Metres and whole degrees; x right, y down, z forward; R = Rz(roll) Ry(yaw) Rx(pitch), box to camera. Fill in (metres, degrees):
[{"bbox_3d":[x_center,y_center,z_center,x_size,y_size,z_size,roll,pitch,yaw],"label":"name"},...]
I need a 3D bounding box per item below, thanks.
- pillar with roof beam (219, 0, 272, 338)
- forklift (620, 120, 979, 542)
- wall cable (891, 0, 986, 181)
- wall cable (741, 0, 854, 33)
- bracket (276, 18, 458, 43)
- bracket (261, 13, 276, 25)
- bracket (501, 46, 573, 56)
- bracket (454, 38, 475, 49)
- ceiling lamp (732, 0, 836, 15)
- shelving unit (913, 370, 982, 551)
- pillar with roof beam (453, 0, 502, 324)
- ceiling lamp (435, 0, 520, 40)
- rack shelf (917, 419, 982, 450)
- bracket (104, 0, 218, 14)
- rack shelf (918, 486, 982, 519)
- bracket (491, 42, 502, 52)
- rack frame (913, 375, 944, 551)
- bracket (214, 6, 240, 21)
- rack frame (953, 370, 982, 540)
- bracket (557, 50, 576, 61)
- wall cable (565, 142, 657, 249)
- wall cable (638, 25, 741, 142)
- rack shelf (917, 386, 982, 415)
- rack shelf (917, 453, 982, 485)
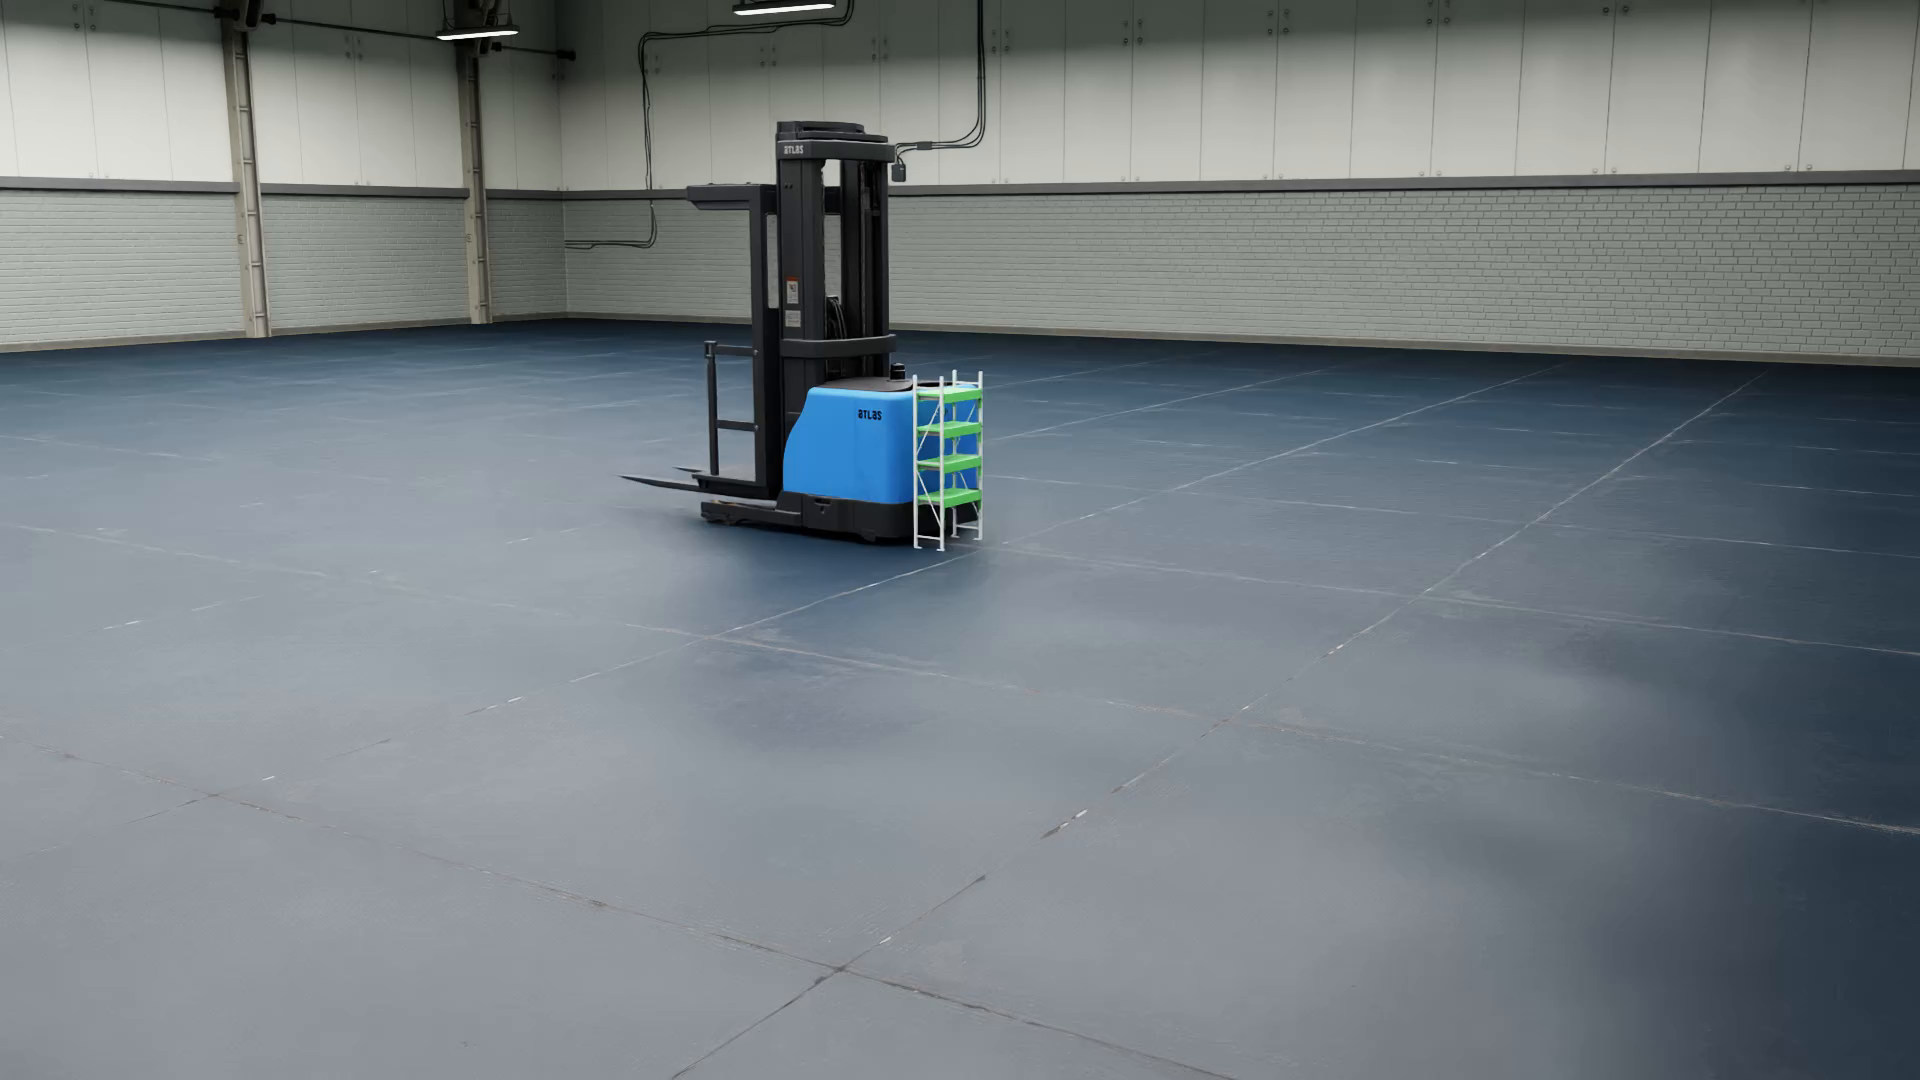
[{"bbox_3d":[-10.682,-8.163,31.019,9.100,9.000,0.548,6,12,31],"label":"pillar with roof beam"},{"bbox_3d":[-1.340,-1.620,12.555,3.031,2.935,1.130,8,13,36],"label":"forklift"},{"bbox_3d":[-0.481,-10.617,34.885,2.305,6.003,0.169,6,12,31],"label":"wall cable"},{"bbox_3d":[-3.630,-12.493,36.499,3.097,2.526,0.112,6,12,31],"label":"wall cable"},{"bbox_3d":[-12.496,-10.783,35.231,0.076,0.066,4.783,6,12,31],"label":"bracket"},{"bbox_3d":[-13.843,-10.375,33.052,0.235,0.232,0.430,6,12,31],"label":"bracket"},{"bbox_3d":[-9.804,-11.599,39.587,0.076,0.066,3.189,6,12,31],"label":"bracket"},{"bbox_3d":[-11.159,-11.188,37.395,0.235,0.232,0.430,6,12,31],"label":"bracket"},{"bbox_3d":[-2.877,-10.620,28.278,2.000,3.185,0.800,6,12,31],"label":"ceiling lamp"},{"bbox_3d":[-0.081,-0.563,11.614,0.258,1.200,0.503,7,13,33],"label":"shelving unit"},{"bbox_3d":[-7.567,-9.107,36.059,9.100,9.000,0.548,6,12,31],"label":"pillar with roof beam"},{"bbox_3d":[-9.193,-11.326,32.049,2.000,3.185,0.800,6,12,31],"label":"ceiling lamp"},{"bbox_3d":[-0.081,-0.736,11.582,0.258,0.148,0.480,7,13,33],"label":"rack shelf"},{"bbox_3d":[-15.611,-9.839,30.190,0.076,0.066,4.783,6,12,31],"label":"bracket"},{"bbox_3d":[-0.081,-0.264,11.670,0.258,0.148,0.480,7,13,33],"label":"rack shelf"},{"bbox_3d":[-10.728,-11.319,38.092,0.235,0.232,0.430,6,12,31],"label":"bracket"},{"bbox_3d":[-0.215,-0.525,11.413,0.240,1.200,0.015,7,13,33],"label":"rack frame"},{"bbox_3d":[-14.274,-10.245,32.355,0.235,0.232,0.430,6,12,31],"label":"bracket"},{"bbox_3d":[0.052,-0.600,11.815,0.240,1.200,0.015,7,13,33],"label":"rack frame"},{"bbox_3d":[-9.497,-11.692,40.083,0.235,0.232,0.430,6,12,31],"label":"bracket"},{"bbox_3d":[-8.587,-8.329,40.342,3.097,2.526,0.112,6,12,31],"label":"wall cable"},{"bbox_3d":[-6.275,-10.553,38.497,3.097,2.526,0.112,6,12,31],"label":"wall cable"},{"bbox_3d":[-0.081,-0.972,11.538,0.258,0.148,0.480,7,13,33],"label":"rack shelf"},{"bbox_3d":[-0.081,-0.500,11.626,0.258,0.148,0.480,7,13,33],"label":"rack shelf"}]
